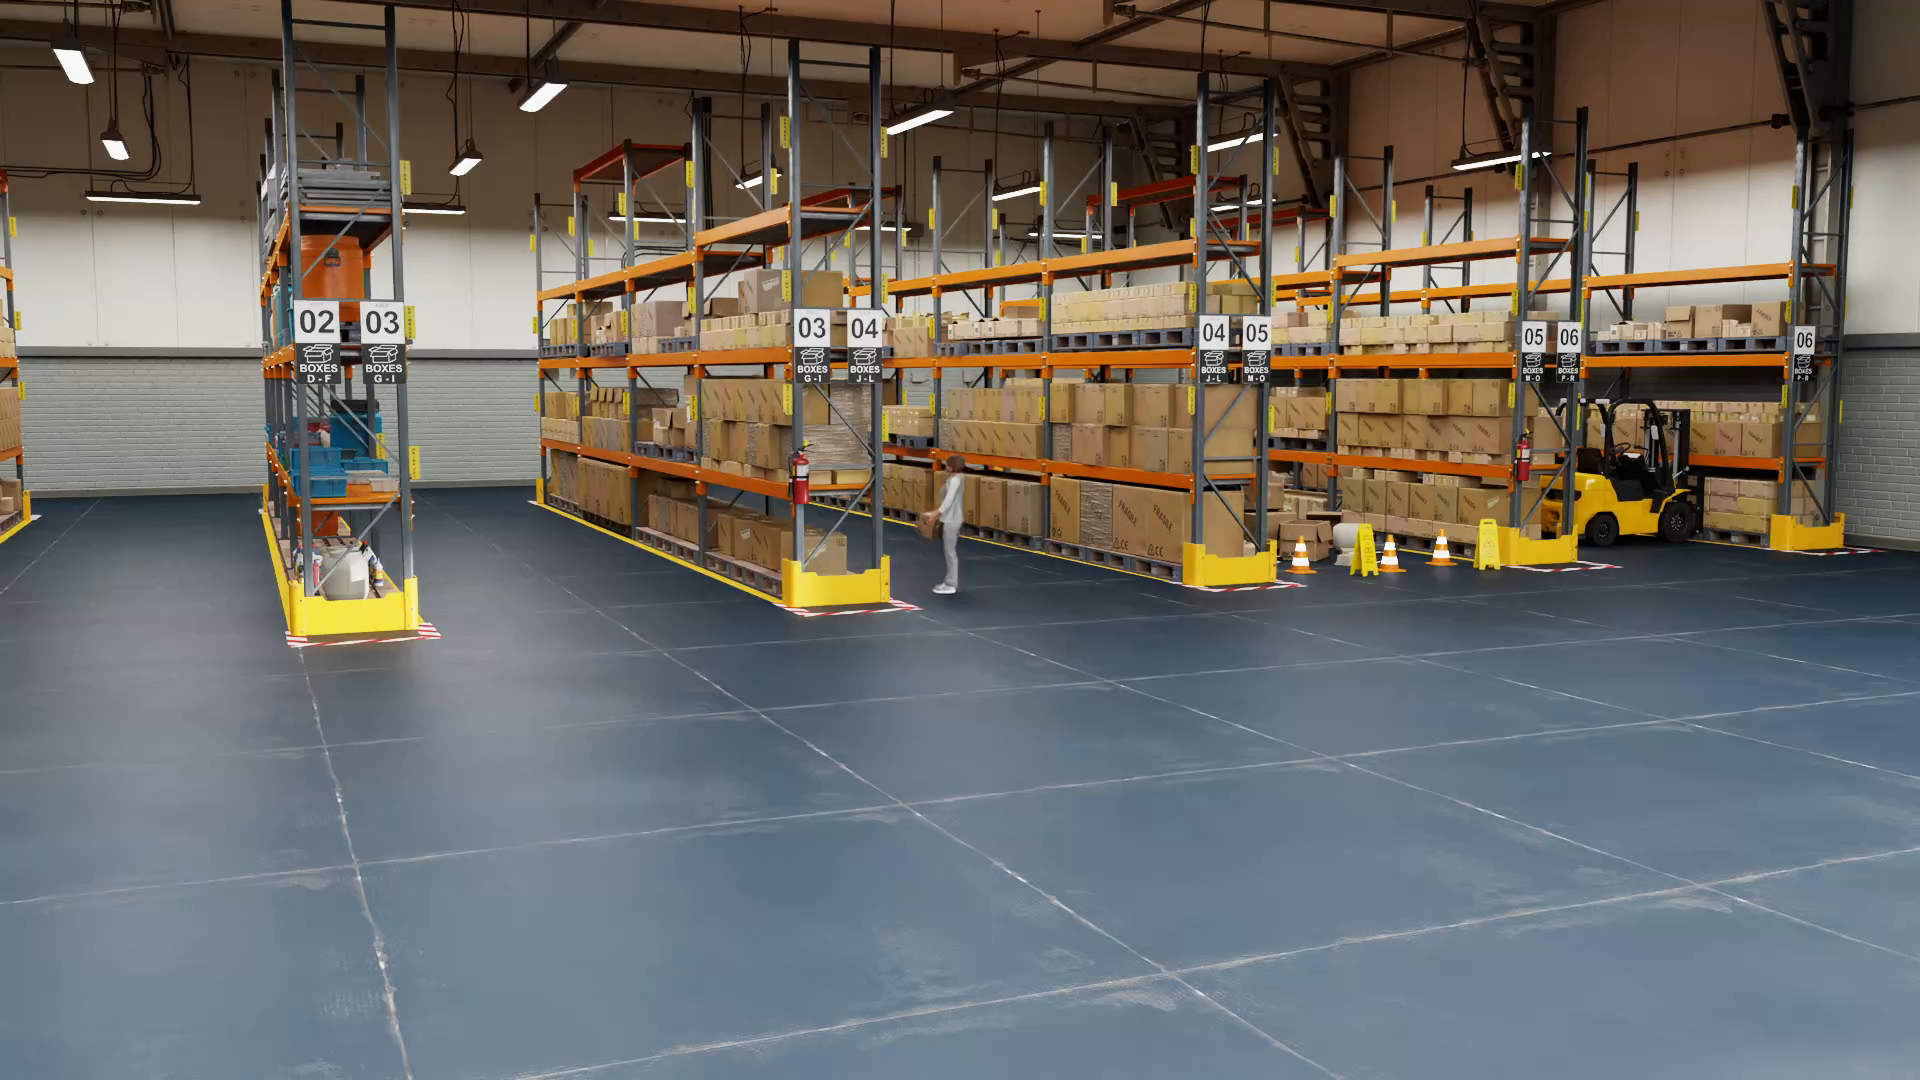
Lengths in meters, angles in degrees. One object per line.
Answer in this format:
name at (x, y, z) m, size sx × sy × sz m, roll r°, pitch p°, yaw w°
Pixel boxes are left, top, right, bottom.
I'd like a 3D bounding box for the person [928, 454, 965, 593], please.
person at (-0.157, -0.192, 19.074) m, size 0.422 × 1.605 × 0.482 m, roll 0°, pitch 6°, yaw 3°
